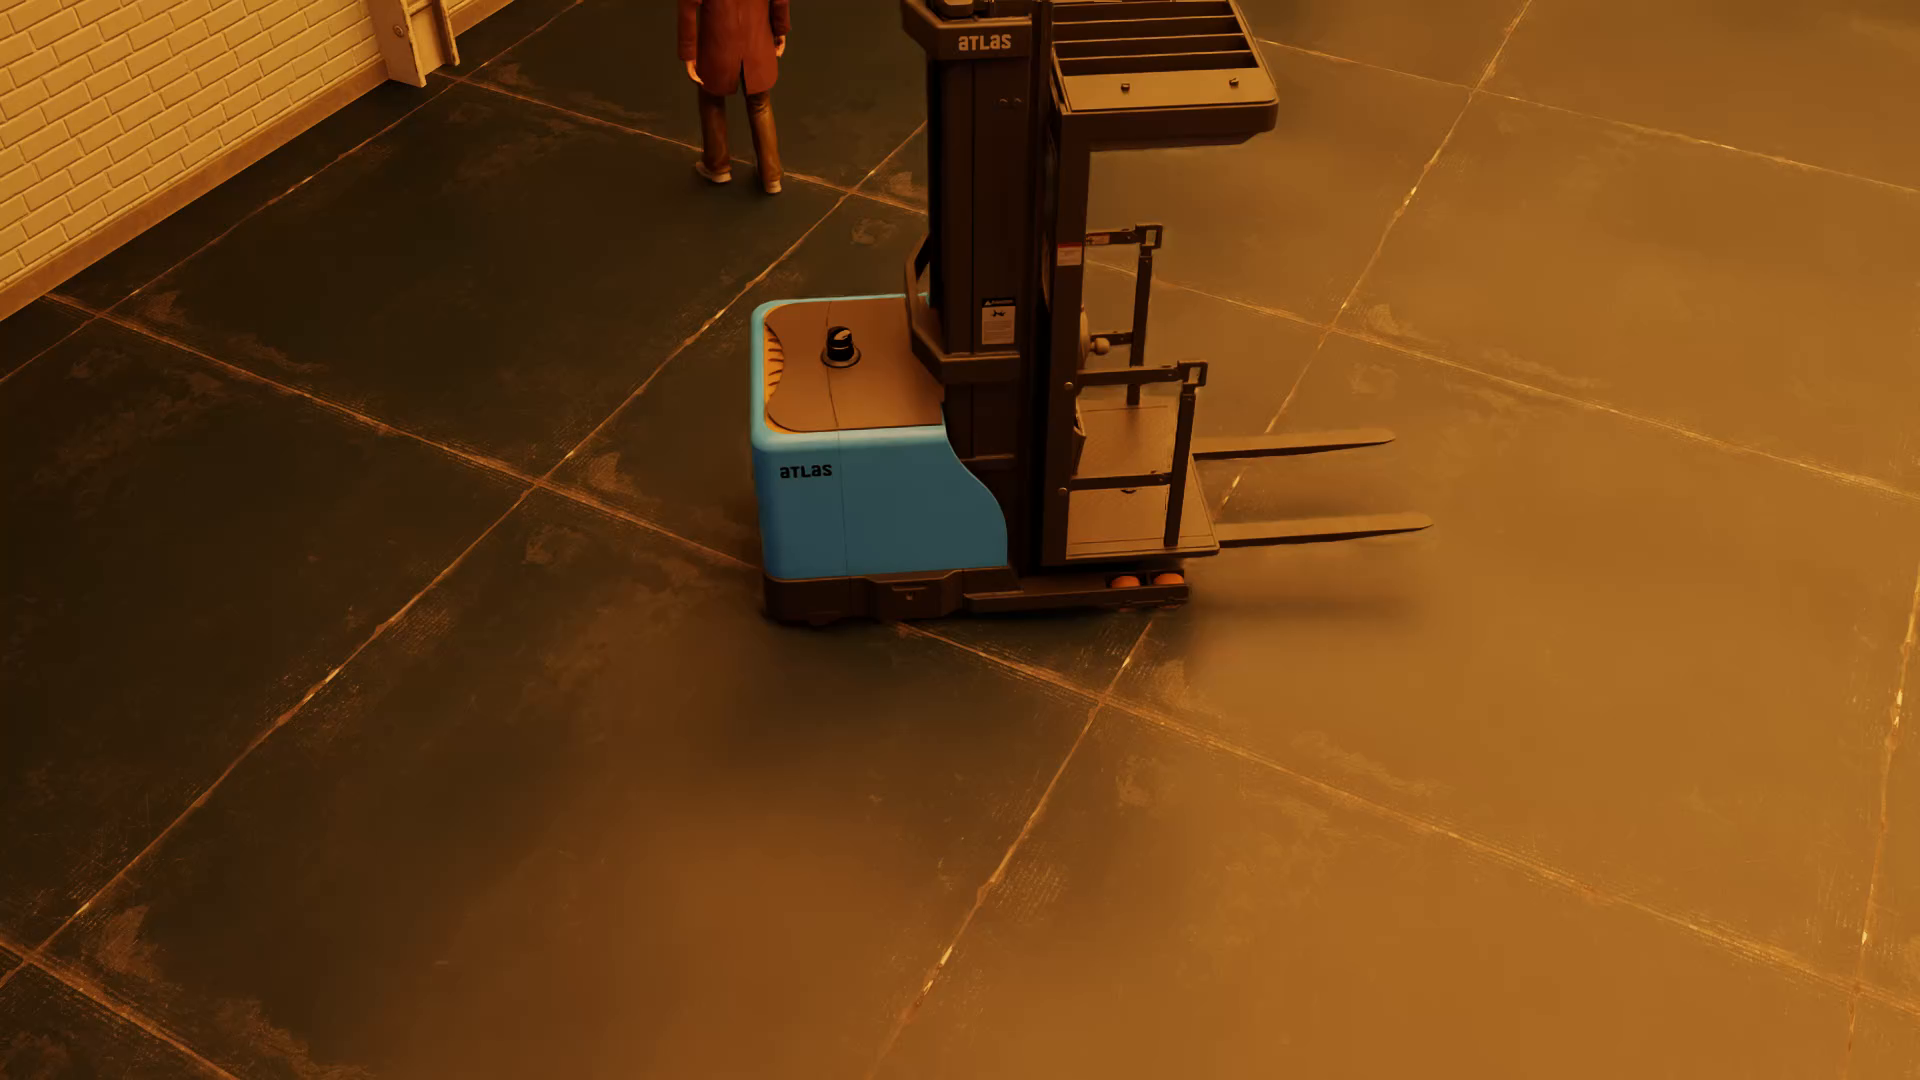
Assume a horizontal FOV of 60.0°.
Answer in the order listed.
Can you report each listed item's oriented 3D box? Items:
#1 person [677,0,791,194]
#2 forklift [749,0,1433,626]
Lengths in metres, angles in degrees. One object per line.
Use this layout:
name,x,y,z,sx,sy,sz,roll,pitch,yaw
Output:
person,-1.310,-2.848,9.555,0.680,1.811,0.548,-14,45,-14
forklift,0.608,-1.106,6.828,3.031,2.935,1.130,-4,43,-4
